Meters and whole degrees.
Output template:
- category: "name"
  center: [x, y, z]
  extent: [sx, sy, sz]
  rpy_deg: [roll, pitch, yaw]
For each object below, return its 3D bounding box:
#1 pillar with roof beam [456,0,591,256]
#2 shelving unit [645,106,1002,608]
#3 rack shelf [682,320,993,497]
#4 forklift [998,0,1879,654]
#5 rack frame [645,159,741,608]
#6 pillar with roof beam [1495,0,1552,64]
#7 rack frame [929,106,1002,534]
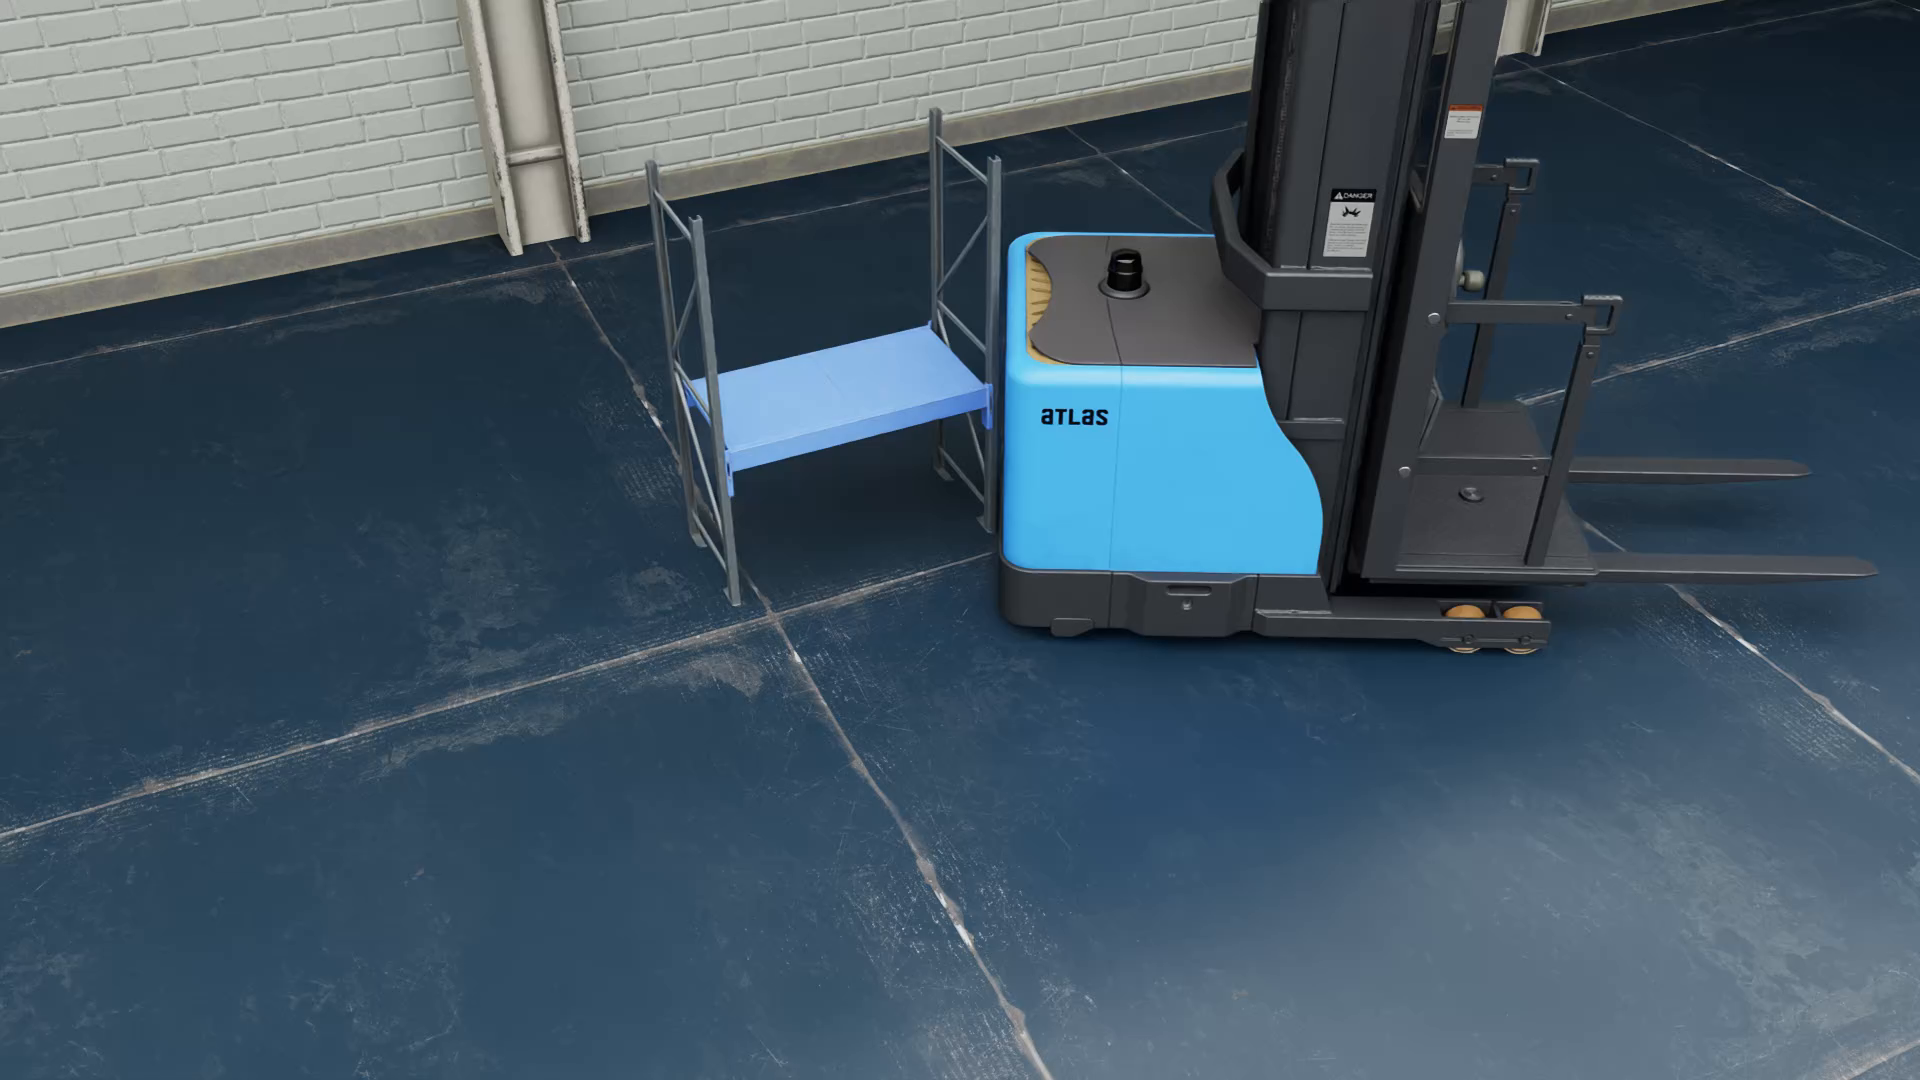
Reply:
- category: "pillar with roof beam"
  center: [-0.245, -2.813, 2.488]
  extent: [0.400, 9.000, 9.100]
  rpy_deg: [-16, 39, -20]
- category: "shelving unit"
  center: [-0.444, -0.630, 5.841]
  extent: [1.048, 1.500, 0.538]
  rpy_deg: [-16, 39, -20]
- category: "rack shelf"
  center: [-0.444, -0.486, 5.948]
  extent: [1.000, 0.185, 0.538]
  rpy_deg: [-16, 39, -20]
- category: "forklift"
  center: [1.660, -1.108, 5.284]
  extent: [3.031, 2.935, 1.130]
  rpy_deg: [1, 37, 1]
- category: "rack frame"
  center: [-0.902, -0.499, 5.664]
  extent: [0.032, 1.500, 0.500]
  rpy_deg: [-16, 39, -20]
- category: "pillar with roof beam"
  center: [5.186, -4.331, 4.536]
  extent: [0.400, 9.000, 9.100]
  rpy_deg: [-16, 39, -20]
- category: "rack frame"
  center: [0.014, -0.761, 6.017]
  extent: [0.032, 1.500, 0.500]
  rpy_deg: [-16, 39, -20]
